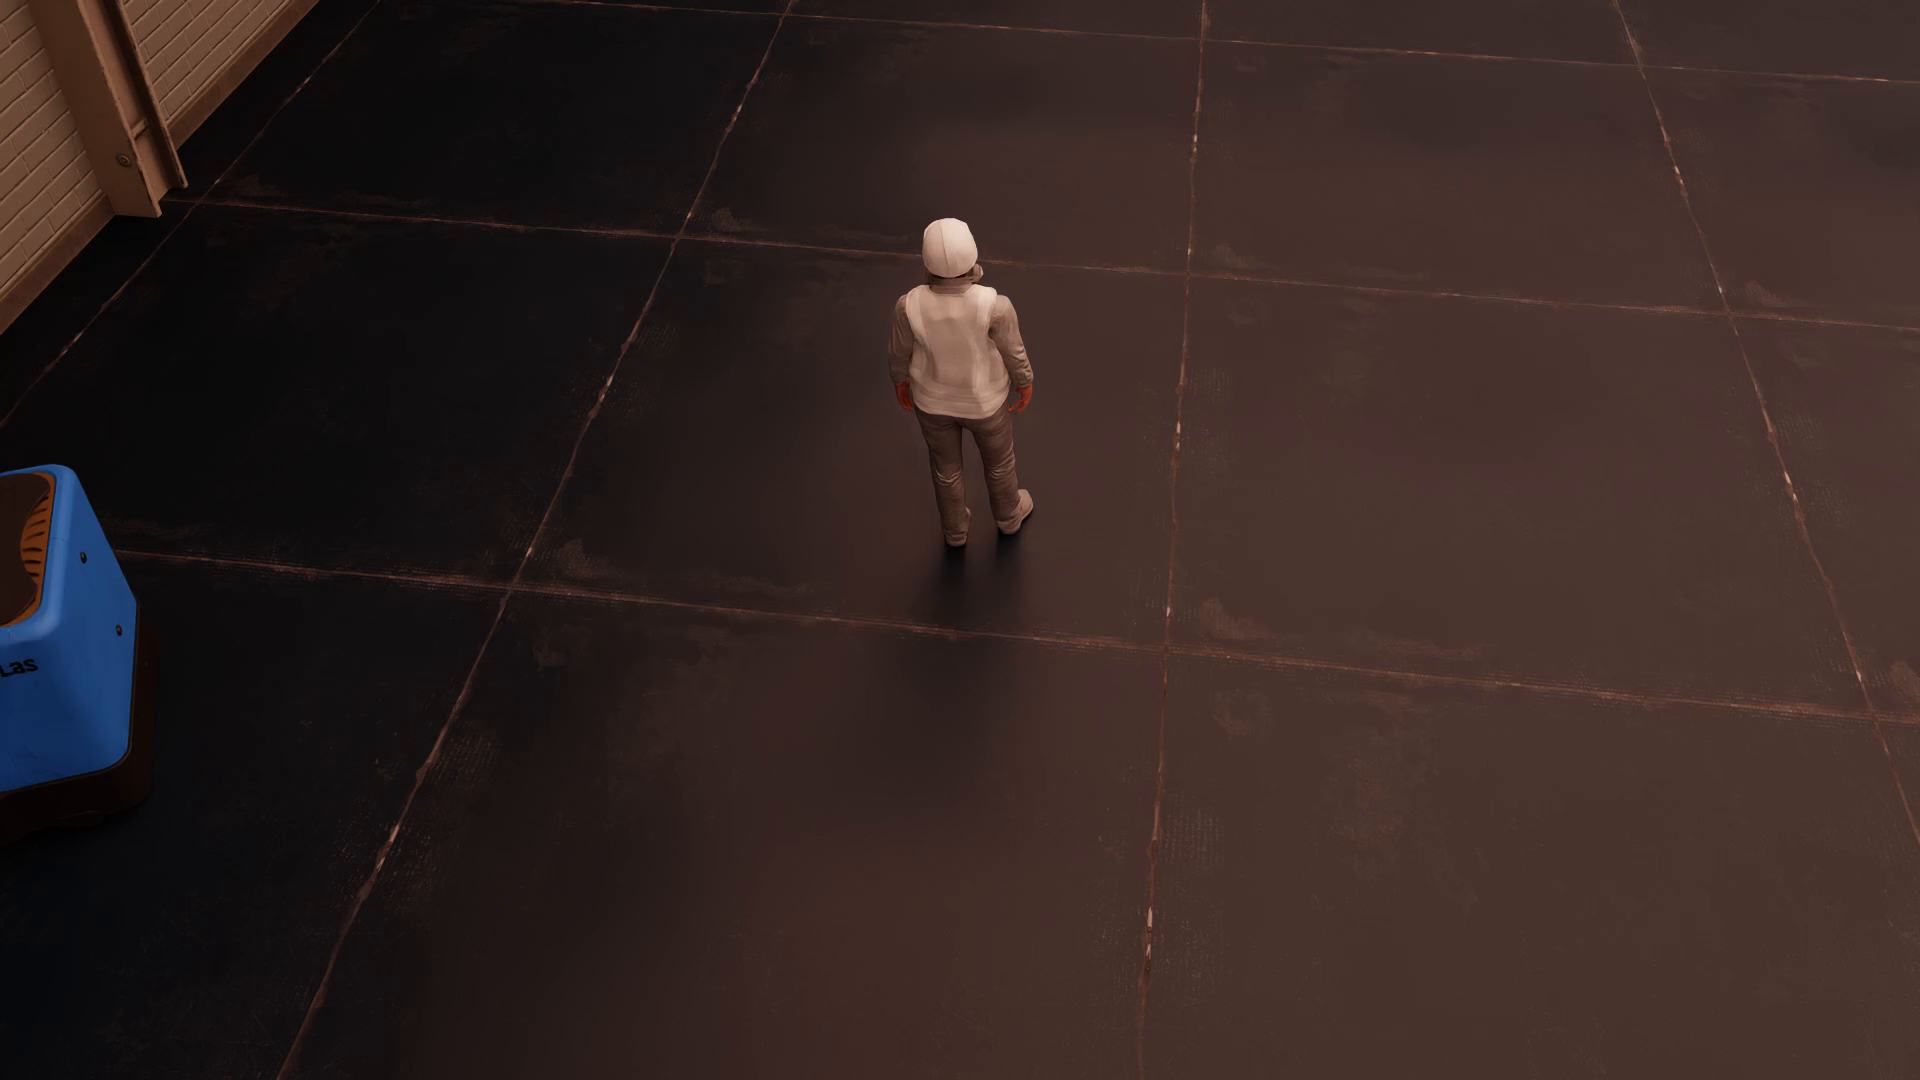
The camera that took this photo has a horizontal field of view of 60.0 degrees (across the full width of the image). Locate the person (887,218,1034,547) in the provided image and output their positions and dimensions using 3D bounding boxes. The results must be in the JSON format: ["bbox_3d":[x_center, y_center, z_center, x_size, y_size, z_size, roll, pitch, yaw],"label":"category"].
[{"bbox_3d":[0.015,-0.700,7.331,0.634,1.775,0.566,5,43,6],"label":"person"}]

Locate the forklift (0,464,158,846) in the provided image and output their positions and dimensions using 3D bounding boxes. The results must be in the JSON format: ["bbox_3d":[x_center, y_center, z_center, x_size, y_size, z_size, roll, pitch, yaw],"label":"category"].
[{"bbox_3d":[-4.833,0.004,5.719,3.031,2.935,1.130,-12,44,-13],"label":"forklift"}]
